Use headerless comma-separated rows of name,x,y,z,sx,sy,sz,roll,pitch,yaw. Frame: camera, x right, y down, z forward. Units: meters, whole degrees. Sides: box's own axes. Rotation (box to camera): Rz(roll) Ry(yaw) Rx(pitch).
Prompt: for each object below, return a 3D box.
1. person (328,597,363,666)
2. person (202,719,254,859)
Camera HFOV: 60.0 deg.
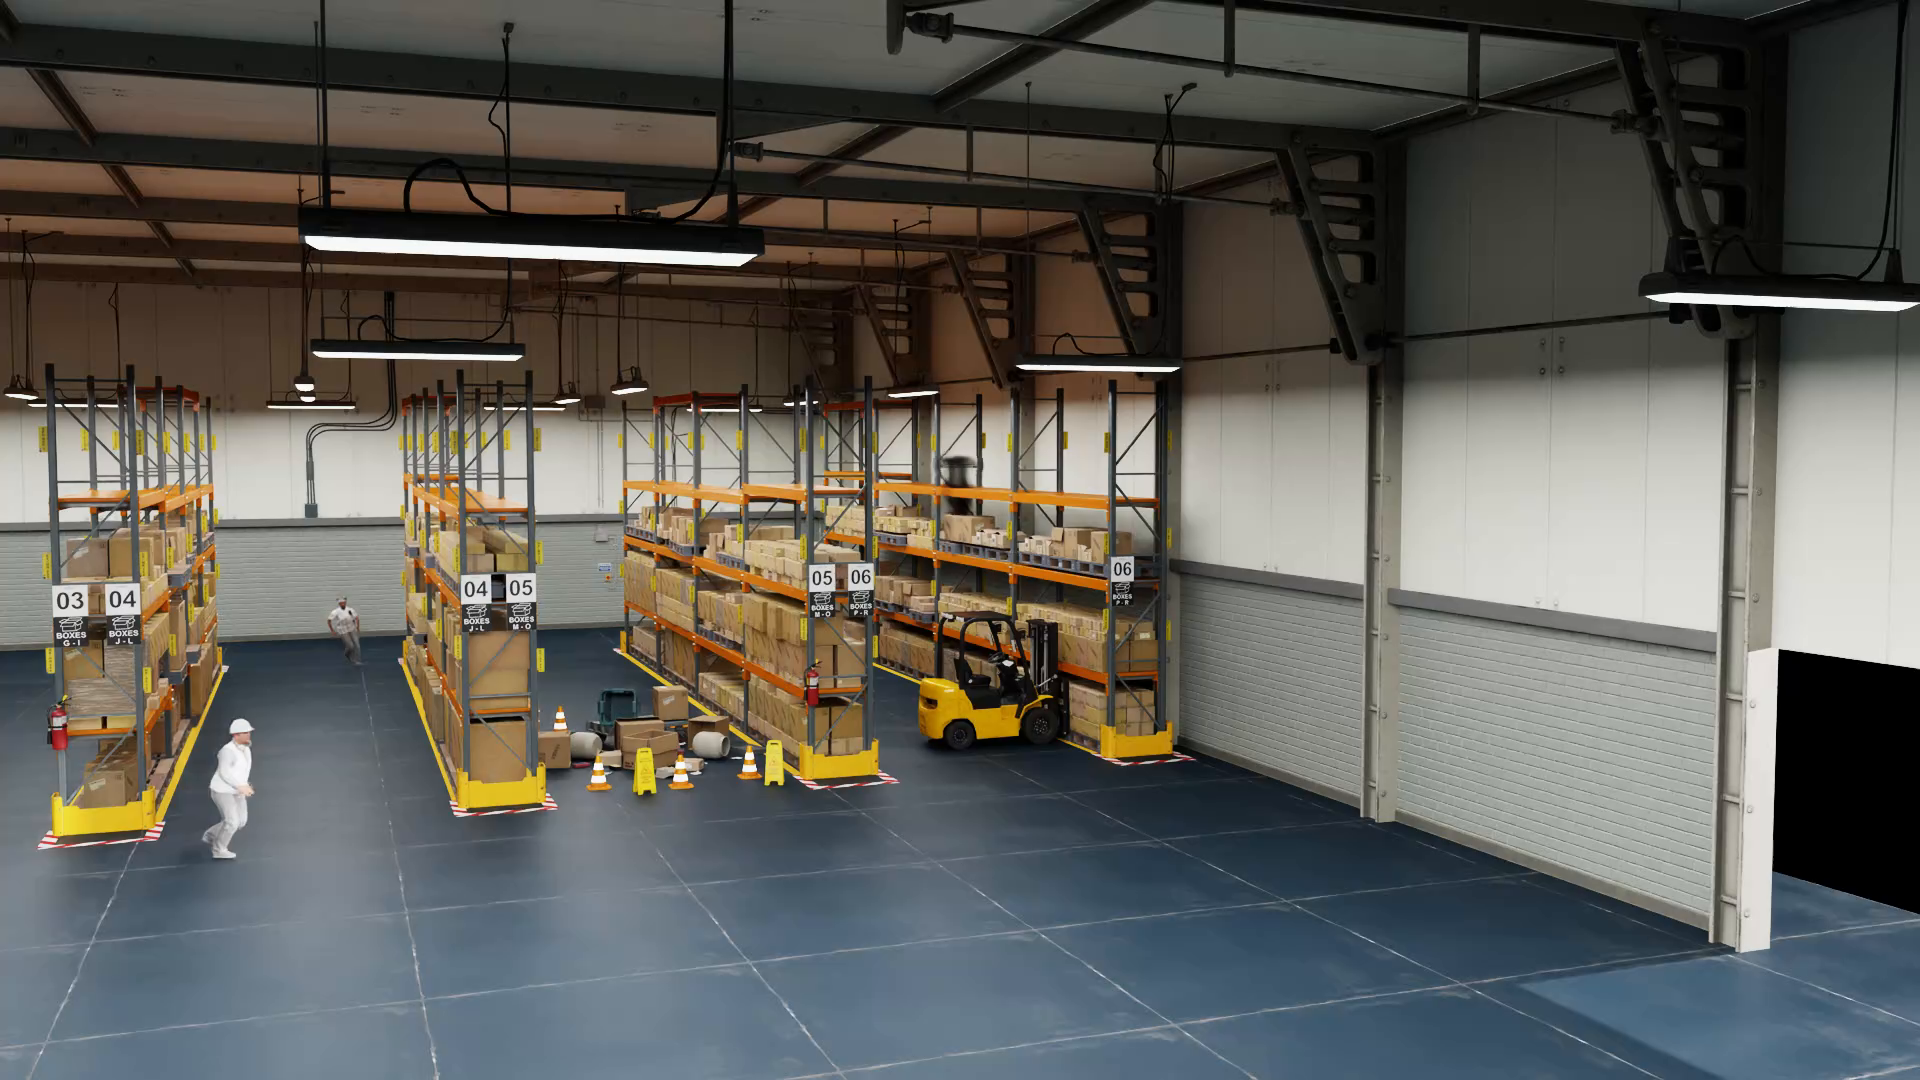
person,-13.690,2.045,37.117,0.704,1.586,0.501,-3,5,-44
person,-8.802,2.986,19.971,0.751,1.693,0.635,0,3,2
